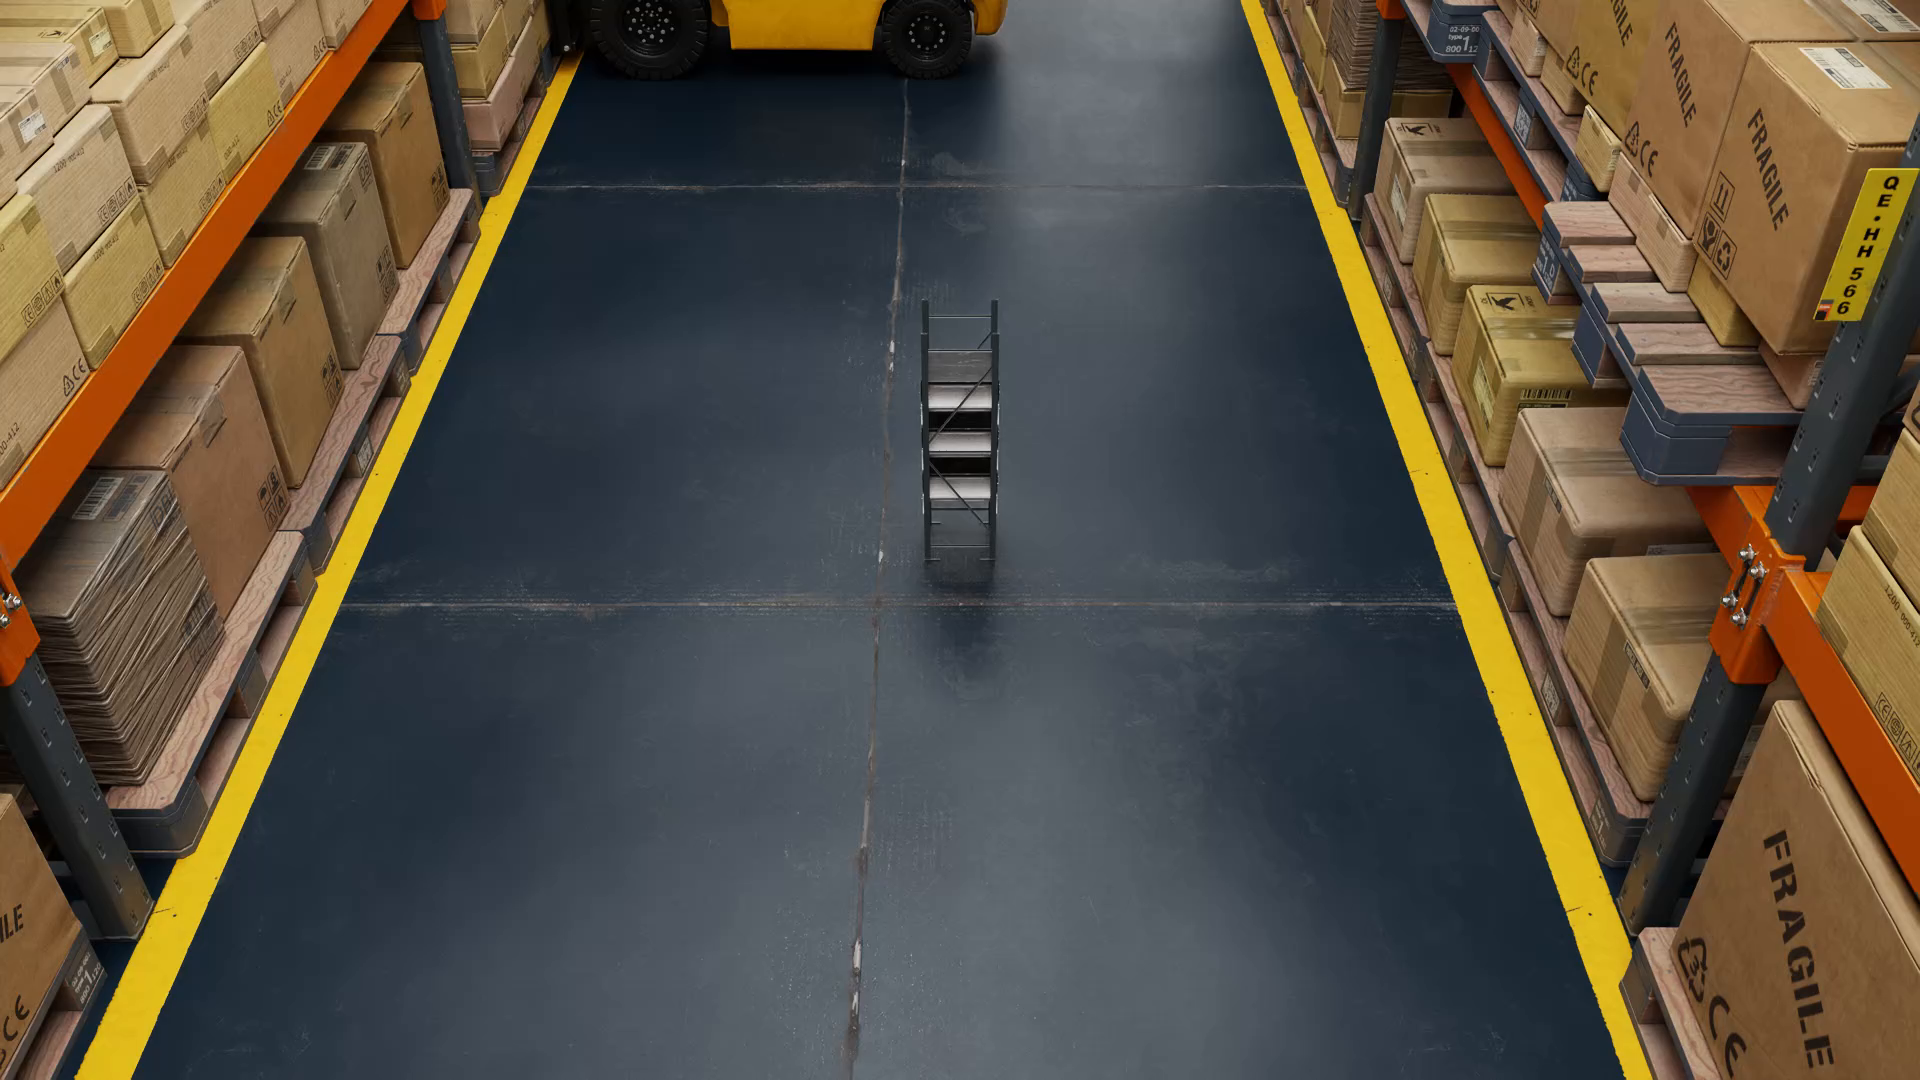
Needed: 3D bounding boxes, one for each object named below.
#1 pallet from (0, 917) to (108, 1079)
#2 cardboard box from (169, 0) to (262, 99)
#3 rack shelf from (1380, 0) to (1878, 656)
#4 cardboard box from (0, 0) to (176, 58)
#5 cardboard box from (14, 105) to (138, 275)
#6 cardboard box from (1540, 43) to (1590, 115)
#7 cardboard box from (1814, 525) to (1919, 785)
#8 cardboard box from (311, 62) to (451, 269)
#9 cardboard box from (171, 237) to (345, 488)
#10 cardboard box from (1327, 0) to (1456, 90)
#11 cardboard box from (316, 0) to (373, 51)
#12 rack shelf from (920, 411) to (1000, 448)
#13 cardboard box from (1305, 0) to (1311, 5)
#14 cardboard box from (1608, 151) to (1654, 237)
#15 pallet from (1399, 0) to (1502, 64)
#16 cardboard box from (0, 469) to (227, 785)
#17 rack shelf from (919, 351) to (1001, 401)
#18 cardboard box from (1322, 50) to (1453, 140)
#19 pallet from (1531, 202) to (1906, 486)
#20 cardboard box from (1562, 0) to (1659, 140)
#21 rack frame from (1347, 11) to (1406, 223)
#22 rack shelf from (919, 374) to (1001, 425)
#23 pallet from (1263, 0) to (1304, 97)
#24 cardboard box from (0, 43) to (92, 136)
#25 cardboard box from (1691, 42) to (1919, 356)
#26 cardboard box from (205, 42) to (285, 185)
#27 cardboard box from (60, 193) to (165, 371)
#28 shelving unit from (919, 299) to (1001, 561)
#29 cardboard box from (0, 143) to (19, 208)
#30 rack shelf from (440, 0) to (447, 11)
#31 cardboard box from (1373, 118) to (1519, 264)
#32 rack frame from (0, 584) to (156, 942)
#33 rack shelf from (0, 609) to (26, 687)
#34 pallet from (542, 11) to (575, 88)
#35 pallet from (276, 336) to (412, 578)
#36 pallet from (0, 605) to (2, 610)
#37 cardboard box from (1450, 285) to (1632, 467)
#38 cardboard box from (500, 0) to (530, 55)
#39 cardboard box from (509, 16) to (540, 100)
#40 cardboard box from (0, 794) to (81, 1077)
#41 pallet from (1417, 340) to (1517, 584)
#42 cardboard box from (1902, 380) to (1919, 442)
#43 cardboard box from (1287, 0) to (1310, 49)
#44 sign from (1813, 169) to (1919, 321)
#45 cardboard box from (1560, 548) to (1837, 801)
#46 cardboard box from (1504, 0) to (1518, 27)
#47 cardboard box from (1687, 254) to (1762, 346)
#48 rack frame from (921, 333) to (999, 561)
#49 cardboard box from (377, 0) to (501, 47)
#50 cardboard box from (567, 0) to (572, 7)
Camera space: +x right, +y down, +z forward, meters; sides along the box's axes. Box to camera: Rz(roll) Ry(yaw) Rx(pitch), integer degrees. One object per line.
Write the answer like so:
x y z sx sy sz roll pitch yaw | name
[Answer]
-2.719 1.414 3.817 1.003 0.211 1.213 0 39 0 | pallet
-2.447 -1.515 4.962 0.500 0.250 0.500 0 39 1 | cardboard box
2.279 -1.117 5.320 1.077 0.370 4.000 0 39 0 | rack shelf
-2.400 -1.440 4.549 0.380 0.149 0.250 1 39 1 | cardboard box
-2.438 -0.868 4.155 0.500 0.250 0.500 1 39 1 | cardboard box
1.965 -1.387 4.947 0.380 0.149 0.250 -1 39 -1 | cardboard box
2.030 0.218 3.200 0.500 0.250 0.500 -1 39 -1 | cardboard box
-2.675 -1.553 6.853 0.875 0.625 0.625 2 39 2 | cardboard box
-2.679 -0.598 5.661 0.875 0.625 0.625 -2 39 -2 | cardboard box
2.008 -2.402 7.612 0.500 0.500 0.500 -1 39 -1 | cardboard box
-2.419 -1.955 5.910 0.500 0.250 0.500 0 39 0 | cardboard box
0.000 -0.390 5.427 0.258 0.077 0.200 0 39 0 | rack shelf
2.003 -3.039 8.407 0.500 0.500 0.500 2 39 2 | cardboard box
1.935 -0.900 4.340 0.380 0.149 0.250 -2 39 -2 | cardboard box
2.132 -2.096 6.120 1.003 0.211 1.213 0 39 0 | pallet
-2.670 0.232 4.625 0.875 0.625 0.625 1 39 1 | cardboard box
0.000 -0.531 5.314 0.258 0.077 0.200 0 39 0 | rack shelf
2.007 -2.109 7.846 0.500 0.250 0.500 2 39 2 | cardboard box
2.174 -0.518 4.151 1.213 0.211 1.003 0 39 0 | pallet
1.989 -1.389 4.431 0.500 0.500 0.500 -3 39 -3 | cardboard box
2.277 -2.648 6.656 1.000 3.000 0.127 0 39 0 | rack frame
0.000 -0.461 5.371 0.258 0.077 0.200 0 39 0 | rack shelf
2.236 -2.745 9.007 1.003 0.211 1.213 0 39 0 | pallet
-2.429 -1.124 4.155 0.380 0.149 0.250 0 39 0 | cardboard box
2.003 -0.750 3.634 0.500 0.500 0.500 -1 39 -1 | cardboard box
-2.441 -1.321 5.120 0.500 0.250 0.500 1 39 1 | cardboard box
-2.434 -0.675 4.313 0.500 0.250 0.500 -1 39 -1 | cardboard box
0.000 -0.346 5.462 0.258 0.900 0.210 0 39 0 | shelving unit
-2.390 -0.800 3.751 0.380 0.149 0.250 1 39 1 | cardboard box
-2.689 -3.612 8.434 1.077 0.370 4.000 0 39 0 | rack shelf
2.280 -1.459 6.937 0.950 0.372 0.625 0 39 1 | cardboard box
-2.683 -0.141 3.527 1.000 3.000 0.127 0 39 0 | rack frame
-2.680 1.390 2.192 1.077 0.370 4.000 0 39 0 | rack shelf
-2.650 -2.817 9.096 1.003 0.211 1.213 0 39 0 | pallet
-2.643 -0.329 5.992 1.003 0.211 1.213 0 39 0 | pallet
-2.612 0.358 3.059 1.213 0.211 1.003 0 39 0 | pallet
2.286 -0.574 5.834 0.950 0.372 0.625 1 39 1 | cardboard box
-2.382 -2.546 7.992 0.500 0.250 0.500 0 39 0 | cardboard box
-2.373 -2.354 8.151 0.500 0.250 0.500 -1 39 -1 | cardboard box
-2.467 0.935 3.848 0.500 0.500 0.500 1 39 1 | cardboard box
2.283 -0.309 5.966 1.003 0.211 1.213 0 39 0 | pallet
2.037 -0.268 2.806 0.500 0.500 0.500 -1 39 -2 | cardboard box
2.001 -2.760 8.658 0.500 0.250 0.500 1 39 1 | cardboard box
1.739 -0.562 3.190 0.100 0.325 0.005 0 39 0 | sign
2.291 0.361 4.666 0.950 0.372 0.625 -2 39 -3 | cardboard box
1.986 -1.720 5.362 0.380 0.149 0.250 0 39 0 | cardboard box
1.973 -0.585 3.947 0.380 0.149 0.250 1 39 1 | cardboard box
0.000 -0.282 5.383 0.240 0.900 0.006 0 39 0 | rack frame
-2.374 -2.426 7.442 0.500 0.250 0.500 -1 39 -1 | cardboard box
-2.370 -2.993 8.949 0.500 0.250 0.500 1 39 1 | cardboard box
